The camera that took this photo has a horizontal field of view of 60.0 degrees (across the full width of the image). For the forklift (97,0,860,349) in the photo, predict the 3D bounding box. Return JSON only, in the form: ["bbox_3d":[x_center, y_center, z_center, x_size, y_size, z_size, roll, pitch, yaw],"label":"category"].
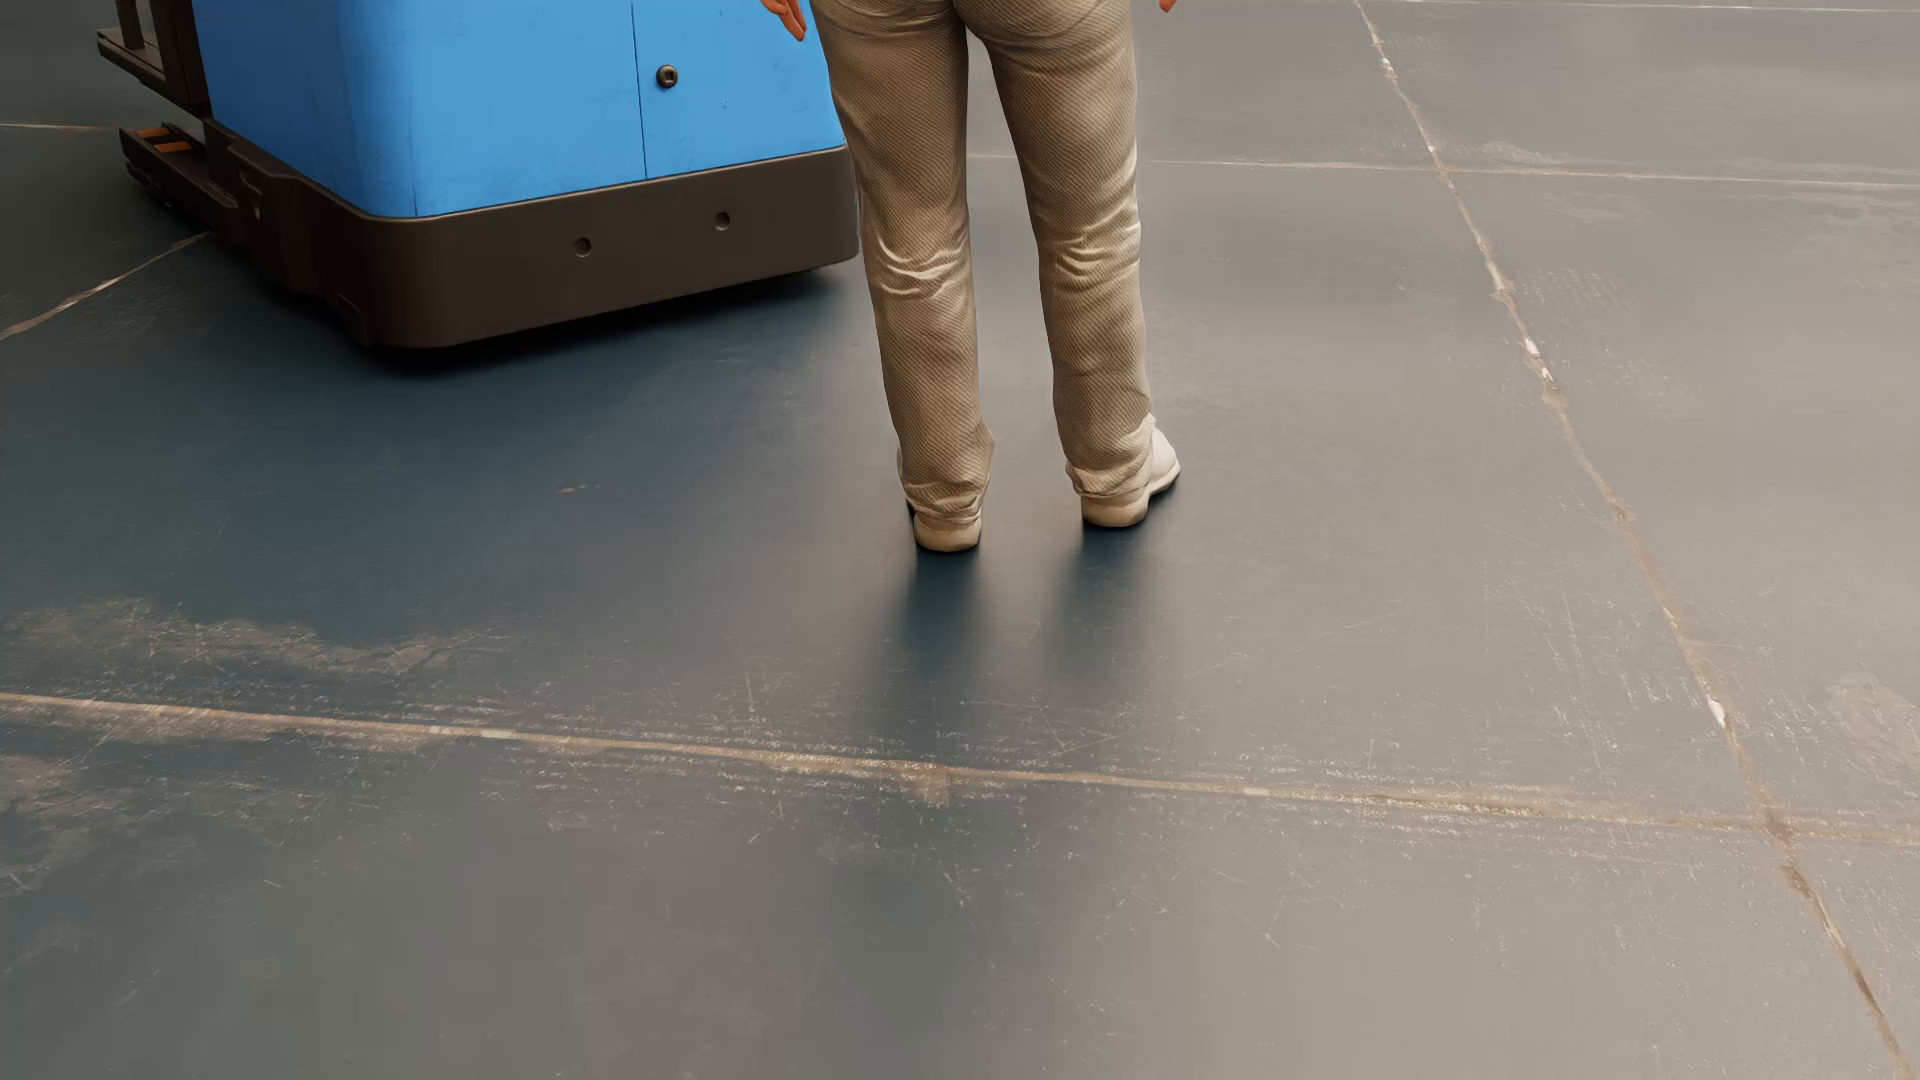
[{"bbox_3d":[-1.506,-2.256,3.740,1.130,2.935,3.031,-19,32,-33],"label":"forklift"}]

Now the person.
[{"bbox_3d":[0.016,-0.827,2.155,0.632,1.773,0.568,3,27,7],"label":"person"}]
